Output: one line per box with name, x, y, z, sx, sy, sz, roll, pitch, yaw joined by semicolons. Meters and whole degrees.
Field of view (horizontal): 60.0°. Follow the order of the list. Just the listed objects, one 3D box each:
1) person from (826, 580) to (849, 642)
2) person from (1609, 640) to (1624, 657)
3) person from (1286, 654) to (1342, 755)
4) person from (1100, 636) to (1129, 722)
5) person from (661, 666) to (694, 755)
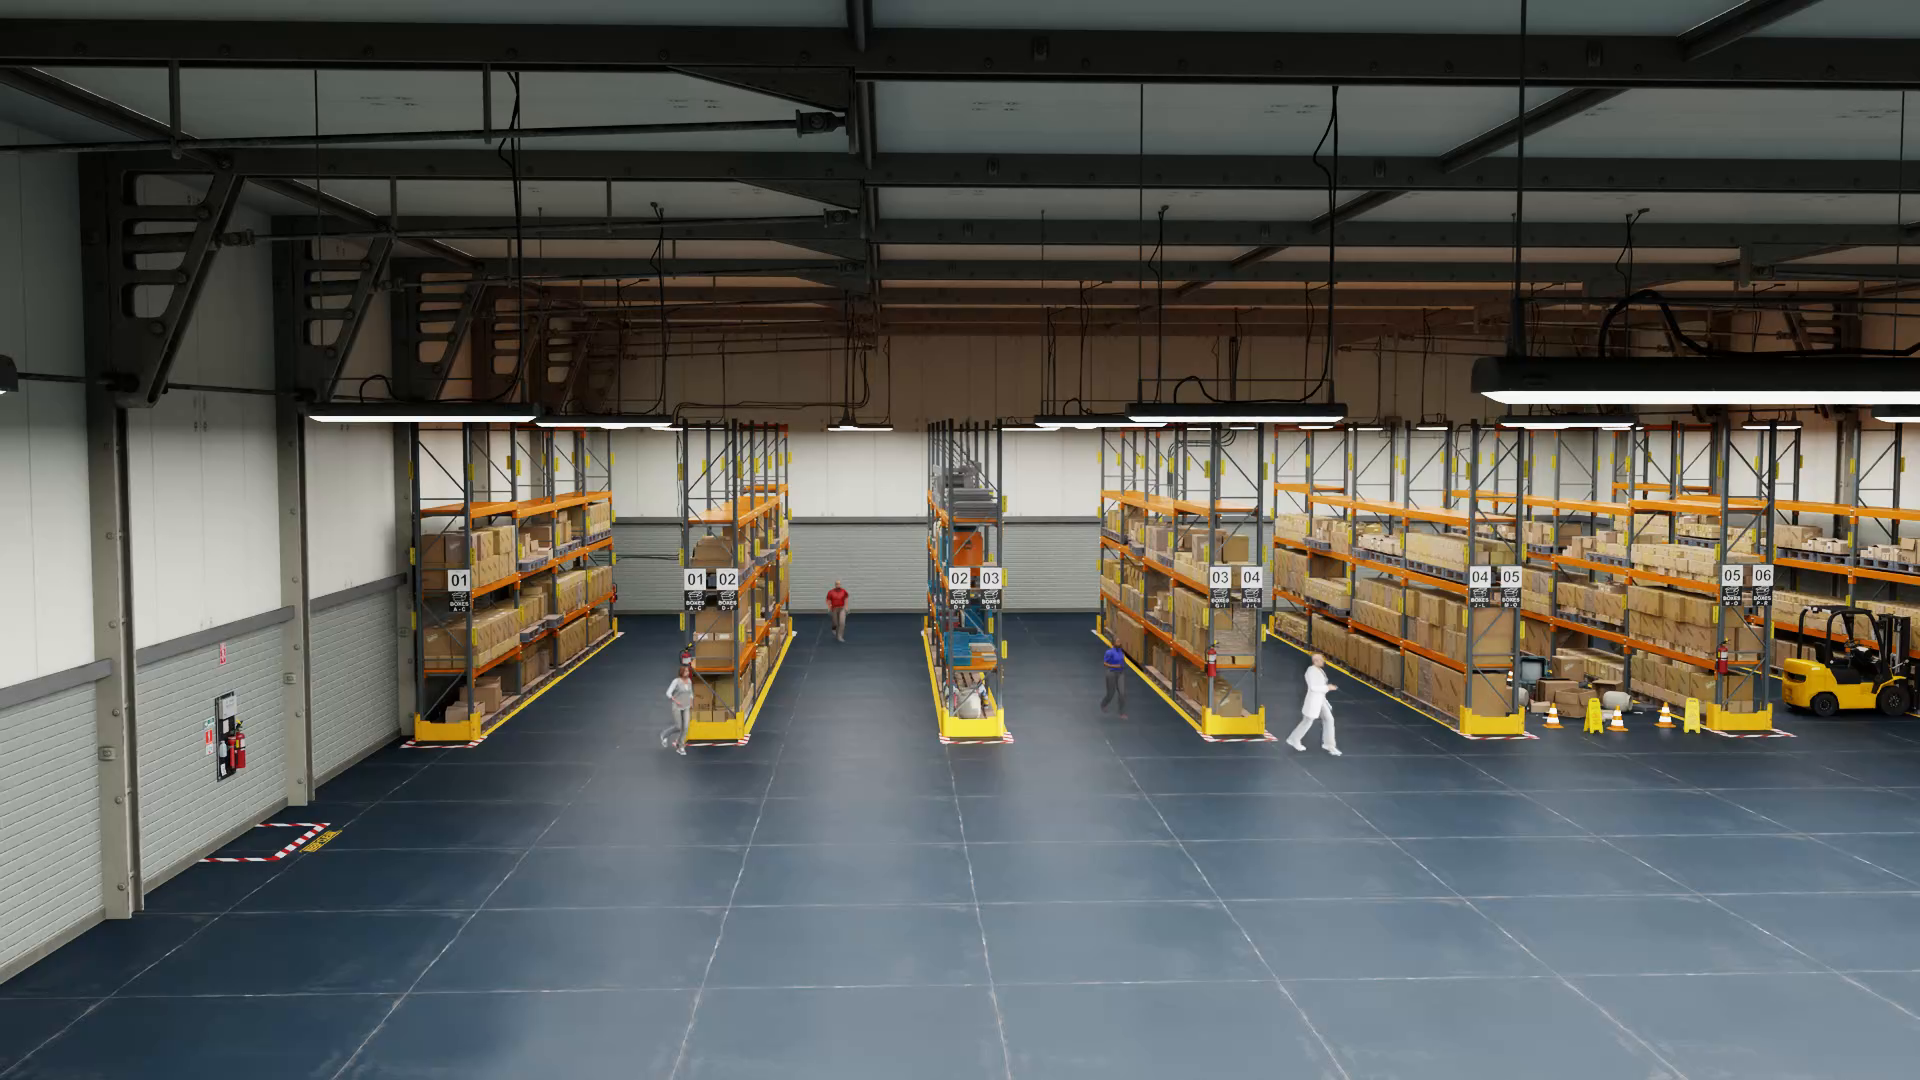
person;-3.380;1.952;45.992;0.659;1.685;0.760;-1;4;-13
person;16.644;2.159;42.075;0.741;1.795;0.735;0;4;-2
person;6.312;2.930;29.704;0.962;1.820;0.656;2;4;34
person;3.075;2.813;33.351;0.566;1.578;0.867;-2;4;-32
person;-5.031;3.041;29.934;0.681;1.563;0.580;4;5;44
